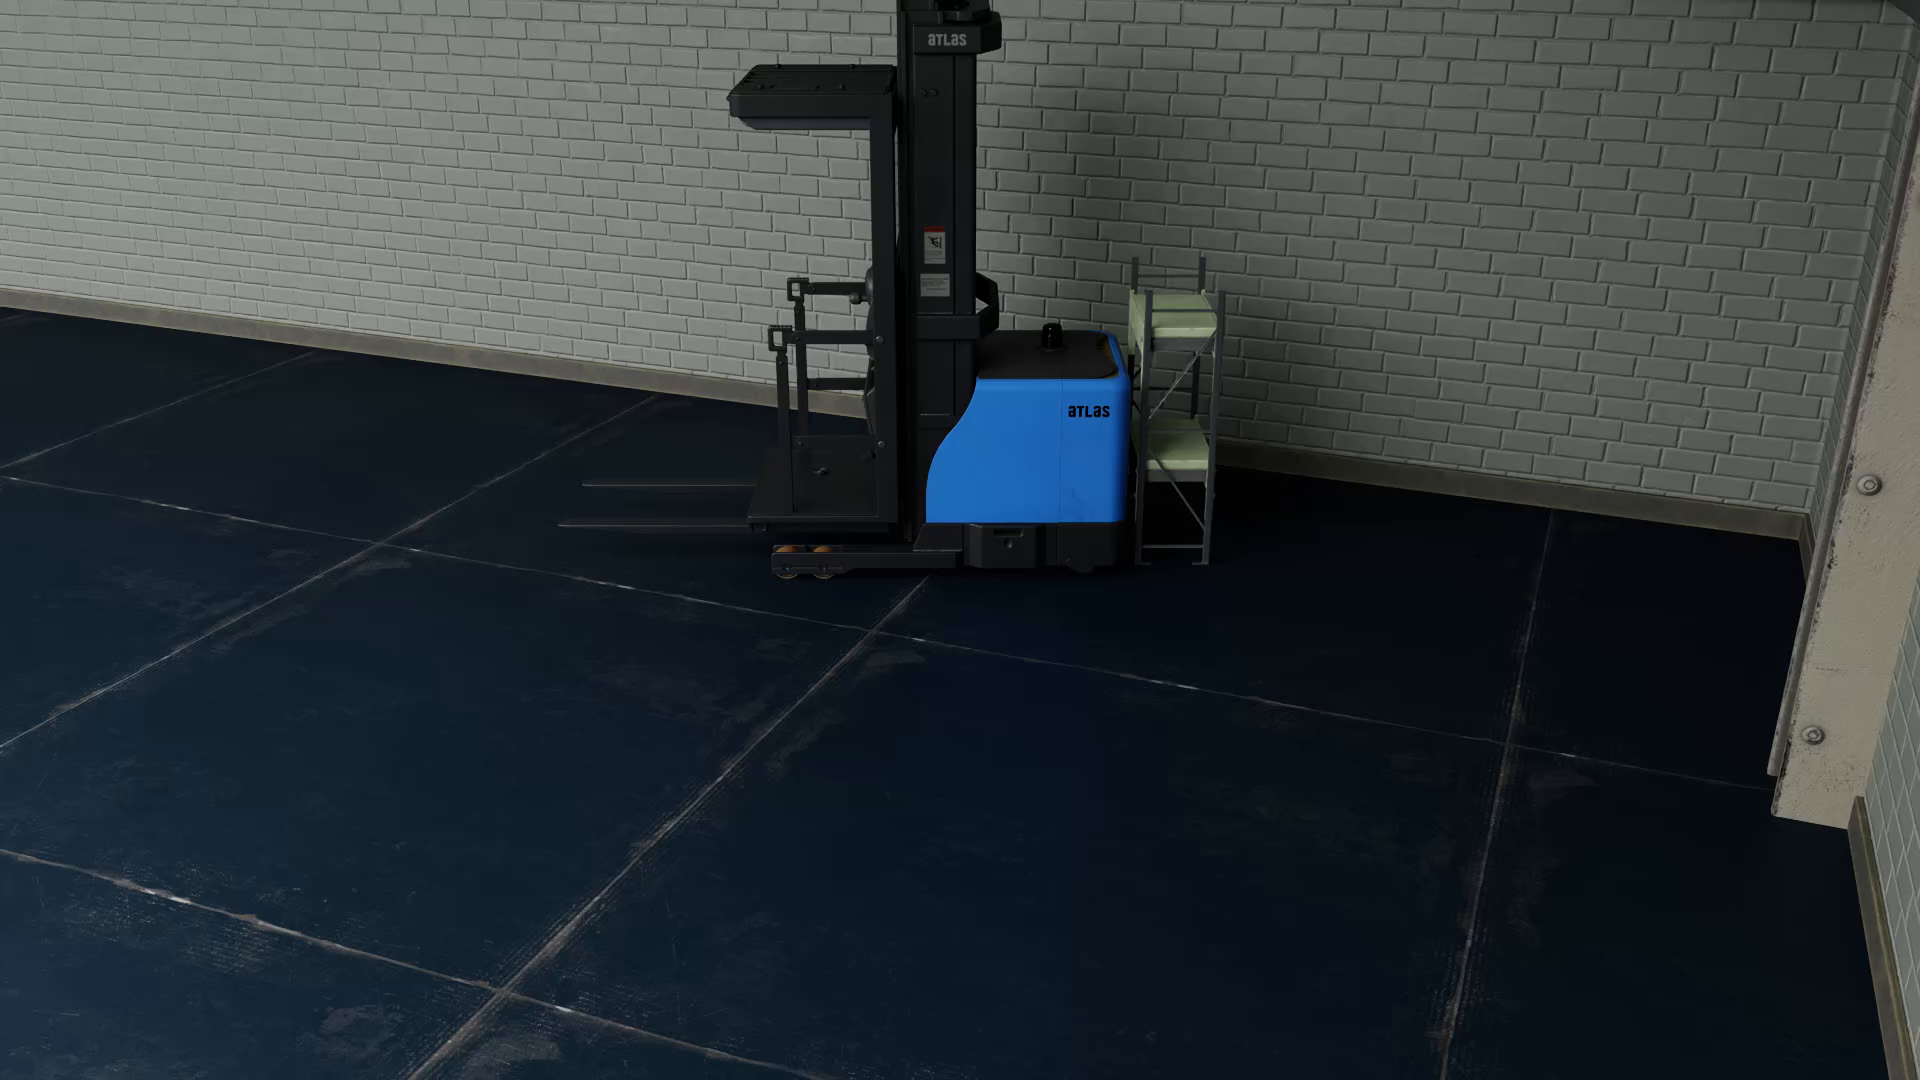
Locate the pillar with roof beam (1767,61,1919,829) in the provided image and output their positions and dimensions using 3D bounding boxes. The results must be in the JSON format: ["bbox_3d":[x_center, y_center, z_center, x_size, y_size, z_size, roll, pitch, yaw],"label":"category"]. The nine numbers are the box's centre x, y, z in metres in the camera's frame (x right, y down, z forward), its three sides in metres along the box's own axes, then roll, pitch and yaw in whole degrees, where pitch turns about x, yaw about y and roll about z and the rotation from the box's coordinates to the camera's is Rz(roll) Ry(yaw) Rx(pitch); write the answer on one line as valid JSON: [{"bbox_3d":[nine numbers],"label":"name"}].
[{"bbox_3d":[-0.546,-3.721,6.483,9.100,9.000,0.400,9,24,20],"label":"pillar with roof beam"}]

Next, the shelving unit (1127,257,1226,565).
[{"bbox_3d":[1.136,-0.703,8.988,0.431,1.500,0.755,0,23,0],"label":"shelving unit"}]

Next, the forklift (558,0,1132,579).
[{"bbox_3d":[-0.629,-1.353,8.685,3.031,2.935,1.130,0,23,0],"label":"forklift"}]

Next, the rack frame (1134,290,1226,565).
[{"bbox_3d":[1.136,-0.562,8.650,0.400,1.500,0.023,0,23,0],"label":"rack frame"}]

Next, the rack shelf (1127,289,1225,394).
[{"bbox_3d":[1.136,-1.063,8.837,0.431,0.370,0.720,0,23,0],"label":"rack shelf"}]

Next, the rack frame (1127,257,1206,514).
[{"bbox_3d":[1.136,-0.844,9.325,0.400,1.500,0.023,0,23,0],"label":"rack frame"}]

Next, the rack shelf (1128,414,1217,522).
[{"bbox_3d":[1.136,-0.402,9.113,0.431,0.370,0.720,0,23,0],"label":"rack shelf"}]
